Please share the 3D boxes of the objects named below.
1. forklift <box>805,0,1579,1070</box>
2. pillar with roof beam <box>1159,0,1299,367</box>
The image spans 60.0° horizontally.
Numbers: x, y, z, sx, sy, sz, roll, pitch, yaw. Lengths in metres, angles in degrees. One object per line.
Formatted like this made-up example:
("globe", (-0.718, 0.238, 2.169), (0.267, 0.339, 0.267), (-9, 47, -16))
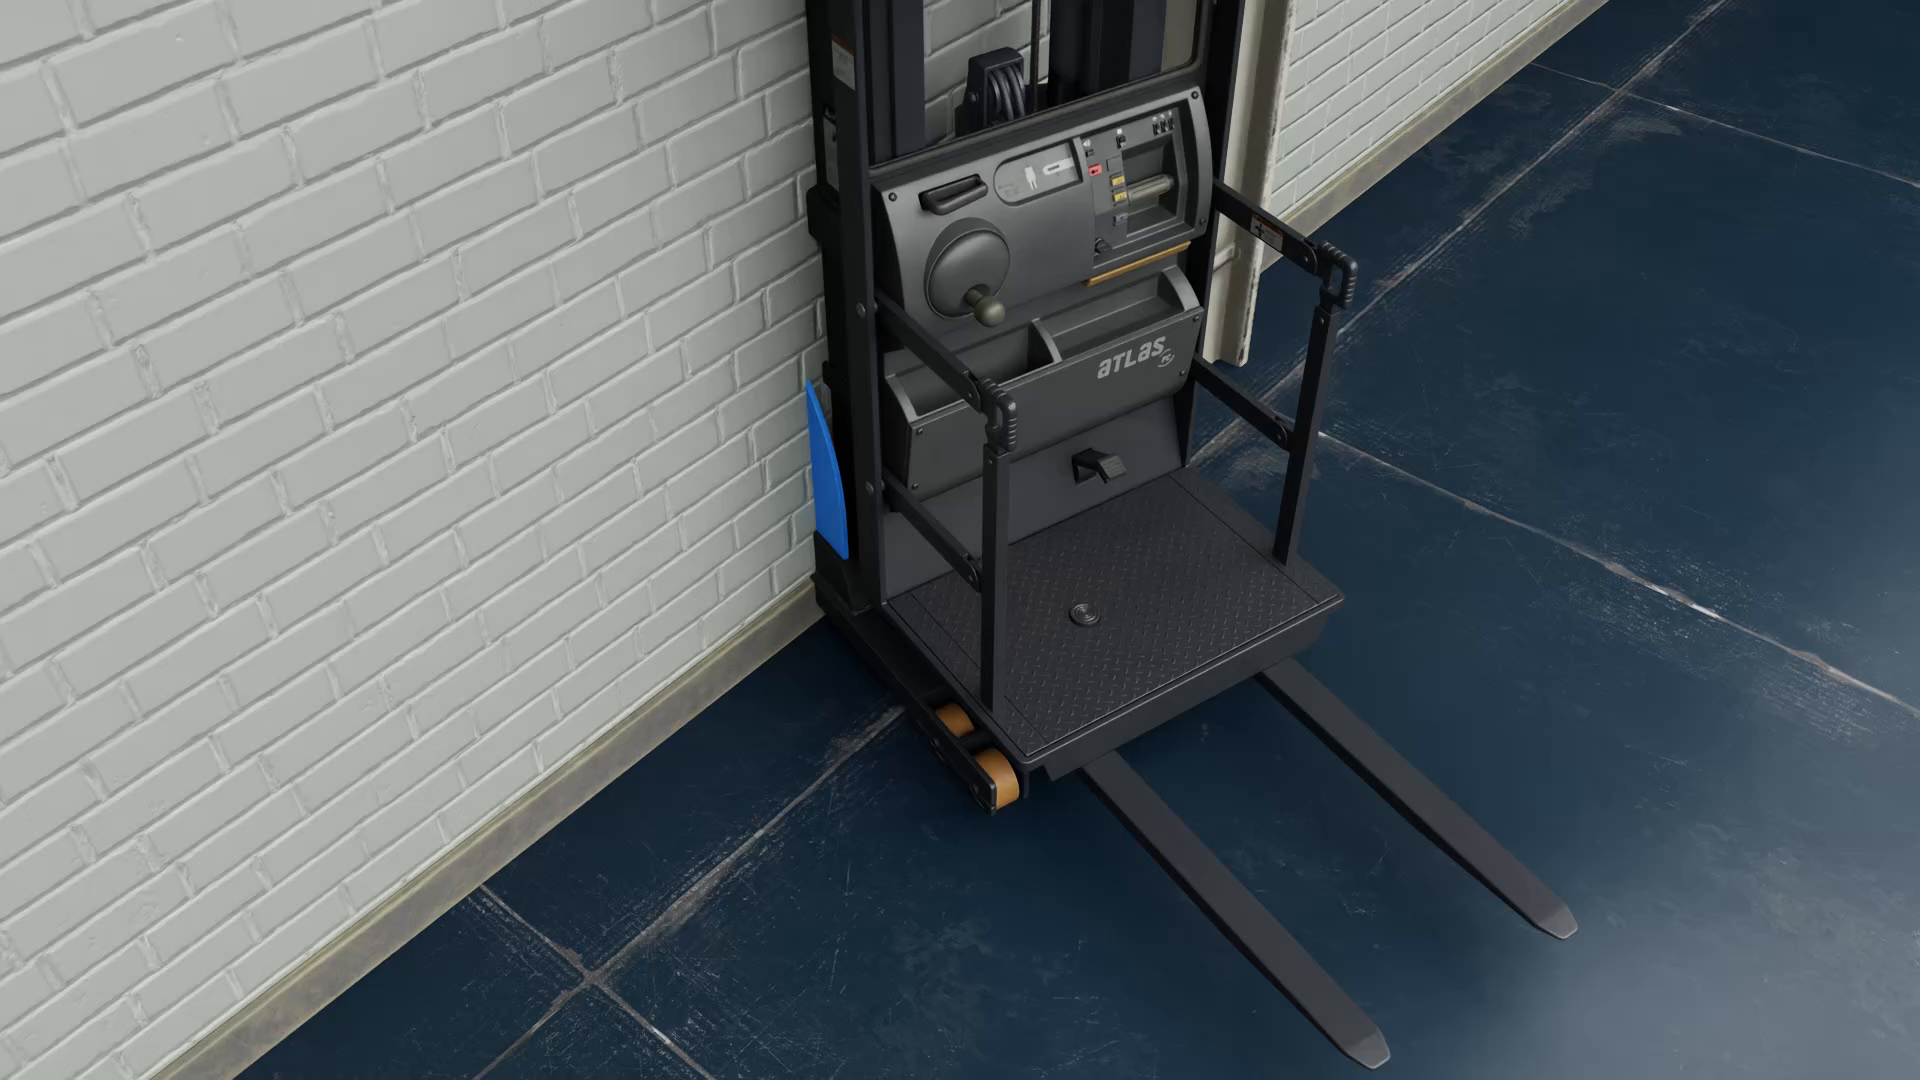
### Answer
("forklift", (0.347, -0.731, 3.875), (1.130, 2.935, 3.031), (-24, 47, -24))
("pillar with roof beam", (4.083, -2.074, 0.842), (9.100, 9.000, 0.400), (29, 50, 28))
